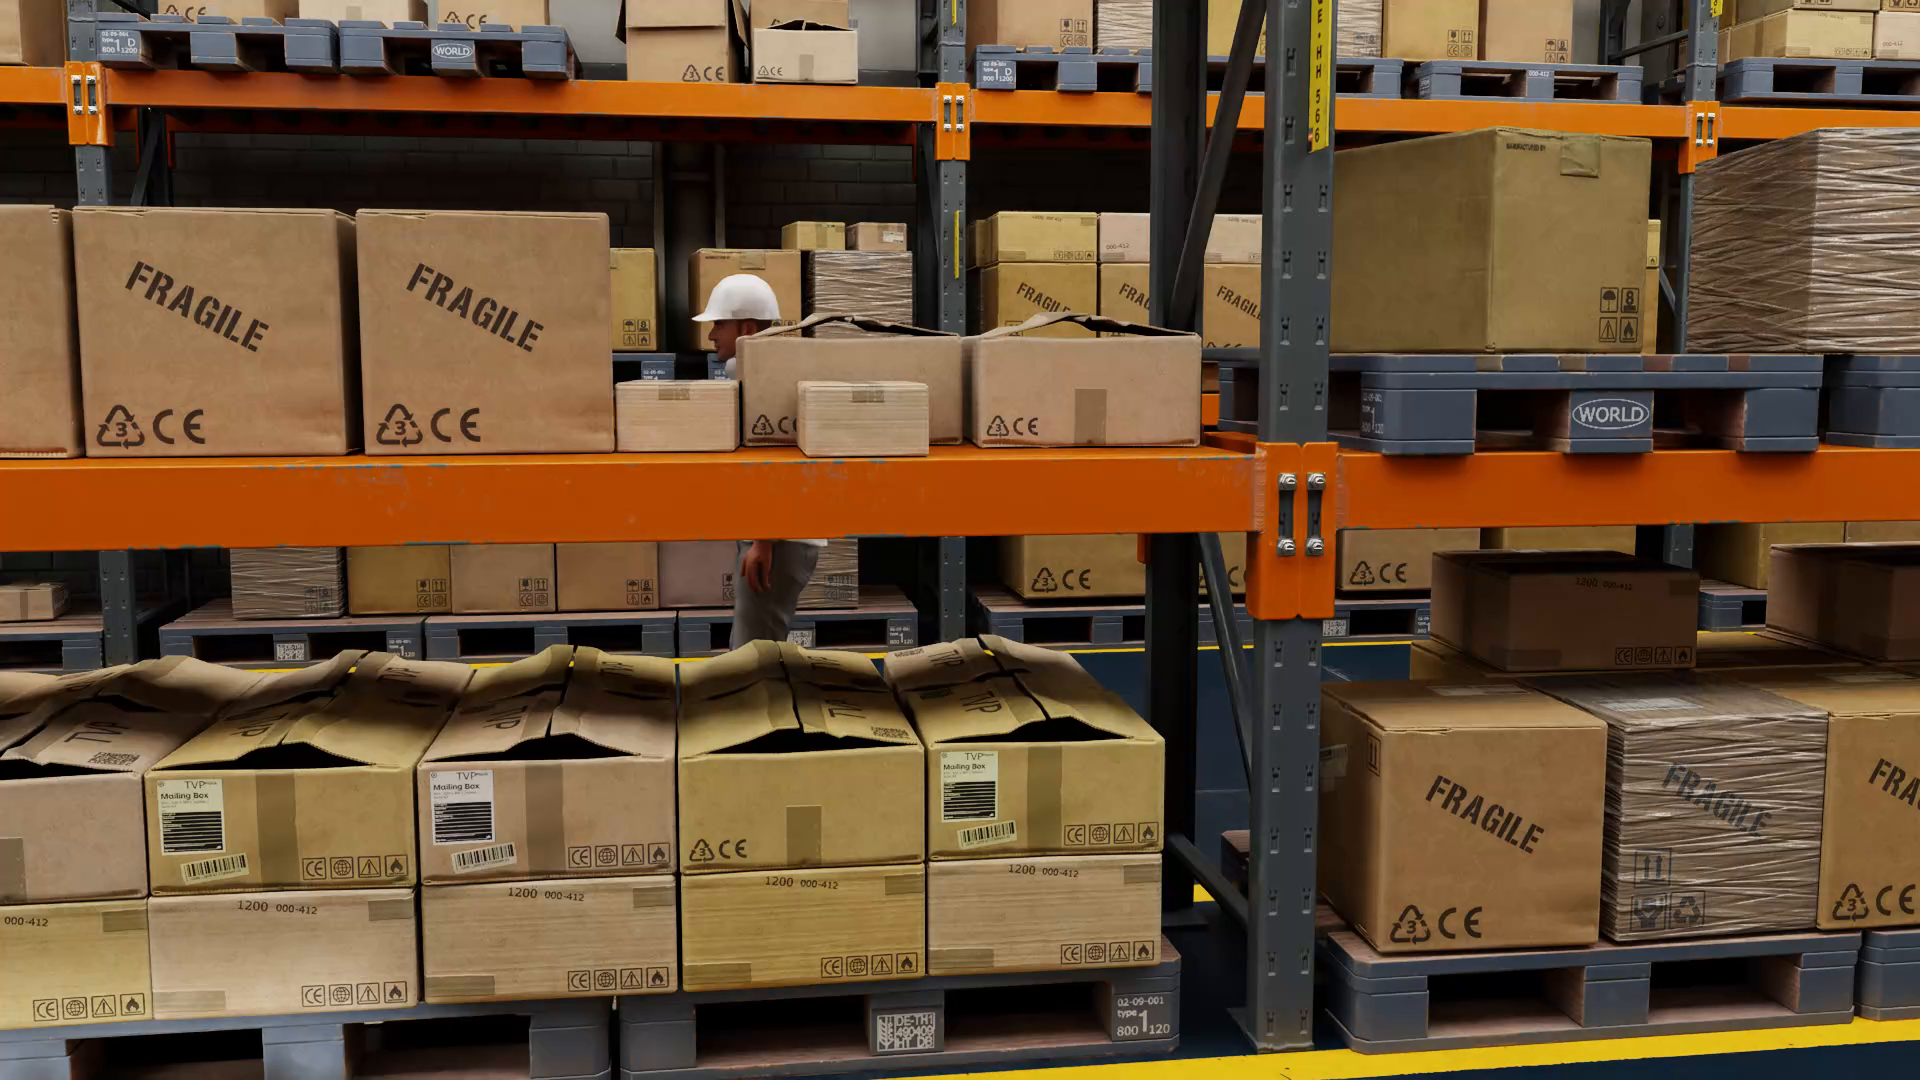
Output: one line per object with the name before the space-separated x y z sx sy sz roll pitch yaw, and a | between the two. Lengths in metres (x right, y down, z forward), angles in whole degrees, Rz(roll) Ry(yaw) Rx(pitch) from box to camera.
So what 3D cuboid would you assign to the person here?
person | -0.666 -0.005 5.660 0.465 1.767 0.579 -1 7 -9
